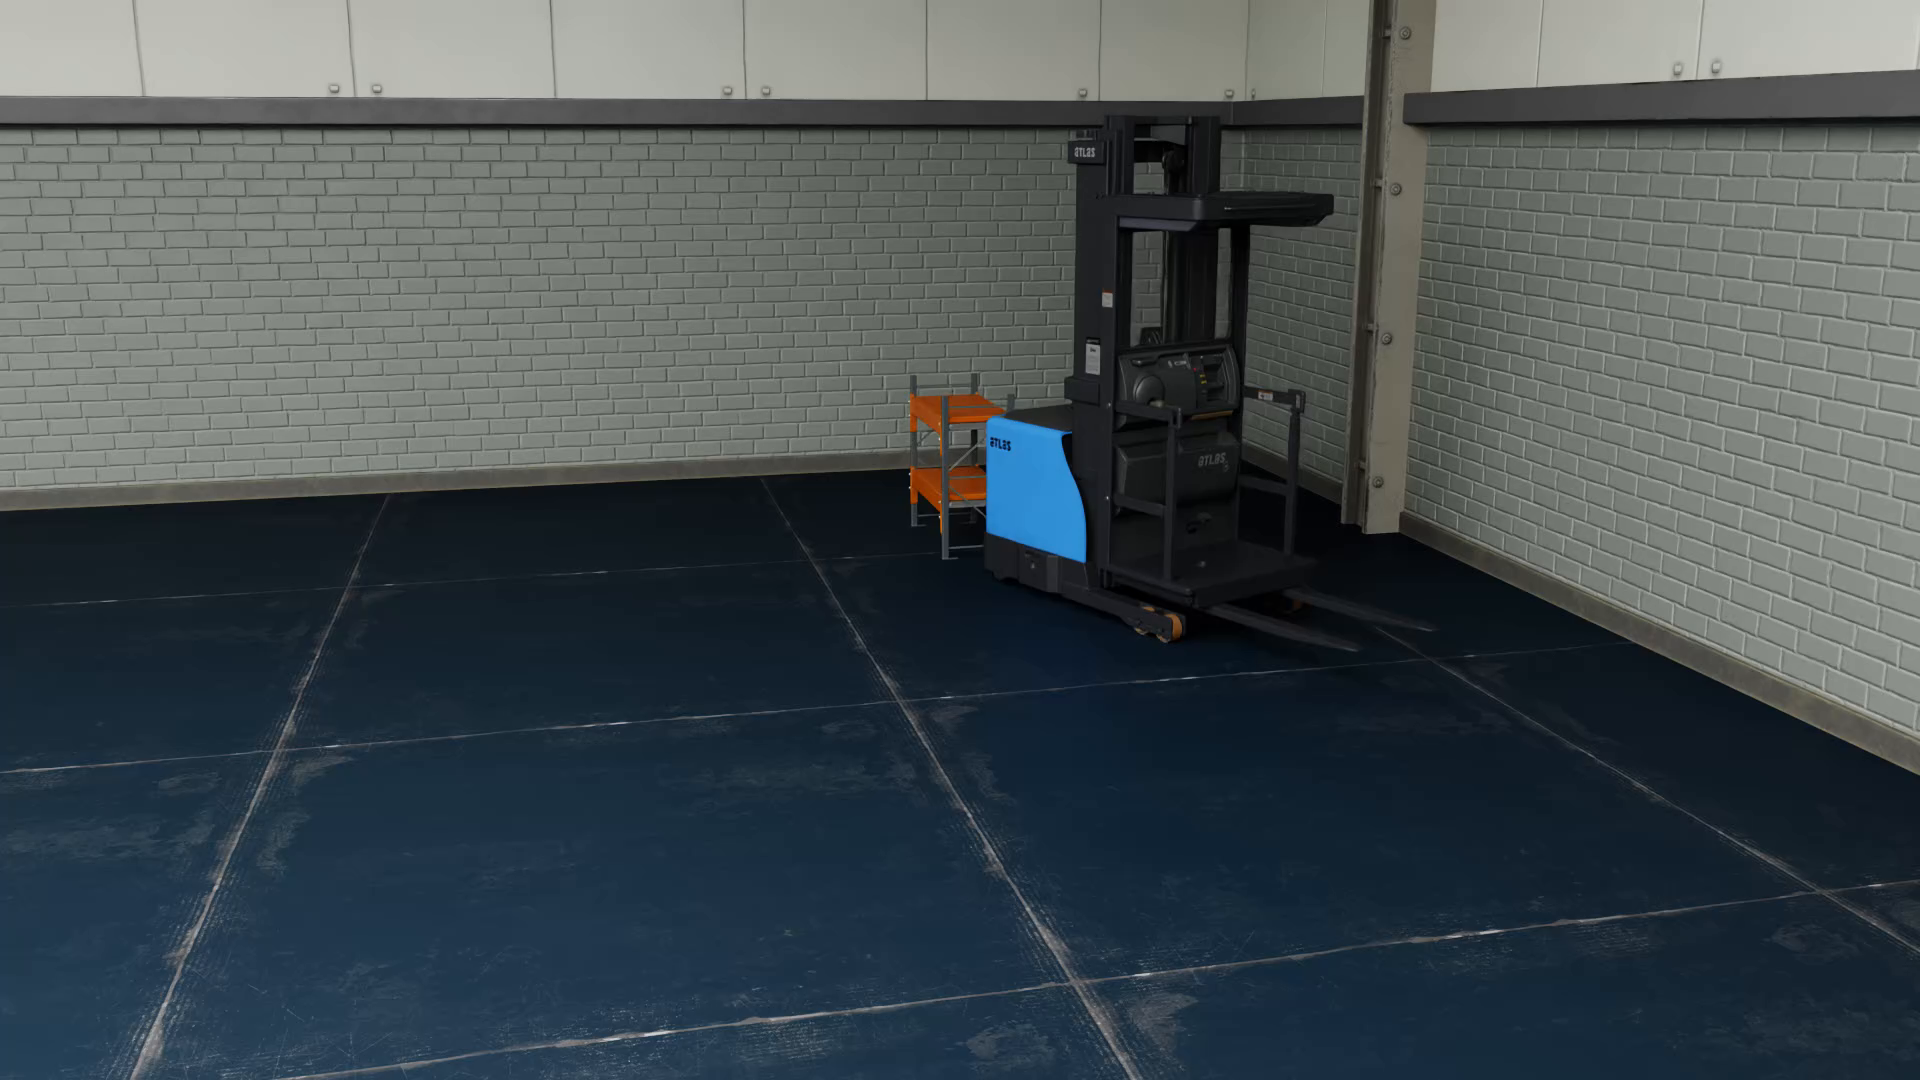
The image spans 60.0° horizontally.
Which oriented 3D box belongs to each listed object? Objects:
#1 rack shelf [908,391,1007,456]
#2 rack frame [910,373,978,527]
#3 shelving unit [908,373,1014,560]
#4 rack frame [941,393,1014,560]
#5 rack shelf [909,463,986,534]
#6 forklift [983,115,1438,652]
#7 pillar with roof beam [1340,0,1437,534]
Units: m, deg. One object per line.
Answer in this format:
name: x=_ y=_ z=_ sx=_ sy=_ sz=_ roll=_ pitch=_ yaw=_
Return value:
rack shelf: x=0.002 y=-0.829 z=11.718 sx=0.538 sy=0.278 sz=1.000 roll=-3 pitch=14 yaw=-13
rack frame: x=-0.118 y=-0.662 z=12.267 sx=0.500 sy=1.125 sz=0.032 roll=-3 pitch=14 yaw=-13
shelving unit: x=0.002 y=-0.545 z=11.787 sx=0.538 sy=1.125 sz=1.048 roll=-3 pitch=14 yaw=-13
rack frame: x=0.121 y=-0.428 z=11.307 sx=0.500 sy=1.125 sz=0.032 roll=-3 pitch=14 yaw=-13
rack shelf: x=0.002 y=-0.307 z=11.845 sx=0.538 sy=0.278 sz=1.000 roll=-3 pitch=14 yaw=-13
forklift: x=1.431 y=-0.967 z=9.711 sx=1.130 sy=2.935 sz=3.031 roll=-10 pitch=17 yaw=-35
pillar with roof beam: x=-1.136 y=-4.229 z=10.274 sx=9.100 sy=9.000 sz=0.400 roll=-3 pitch=14 yaw=-13
